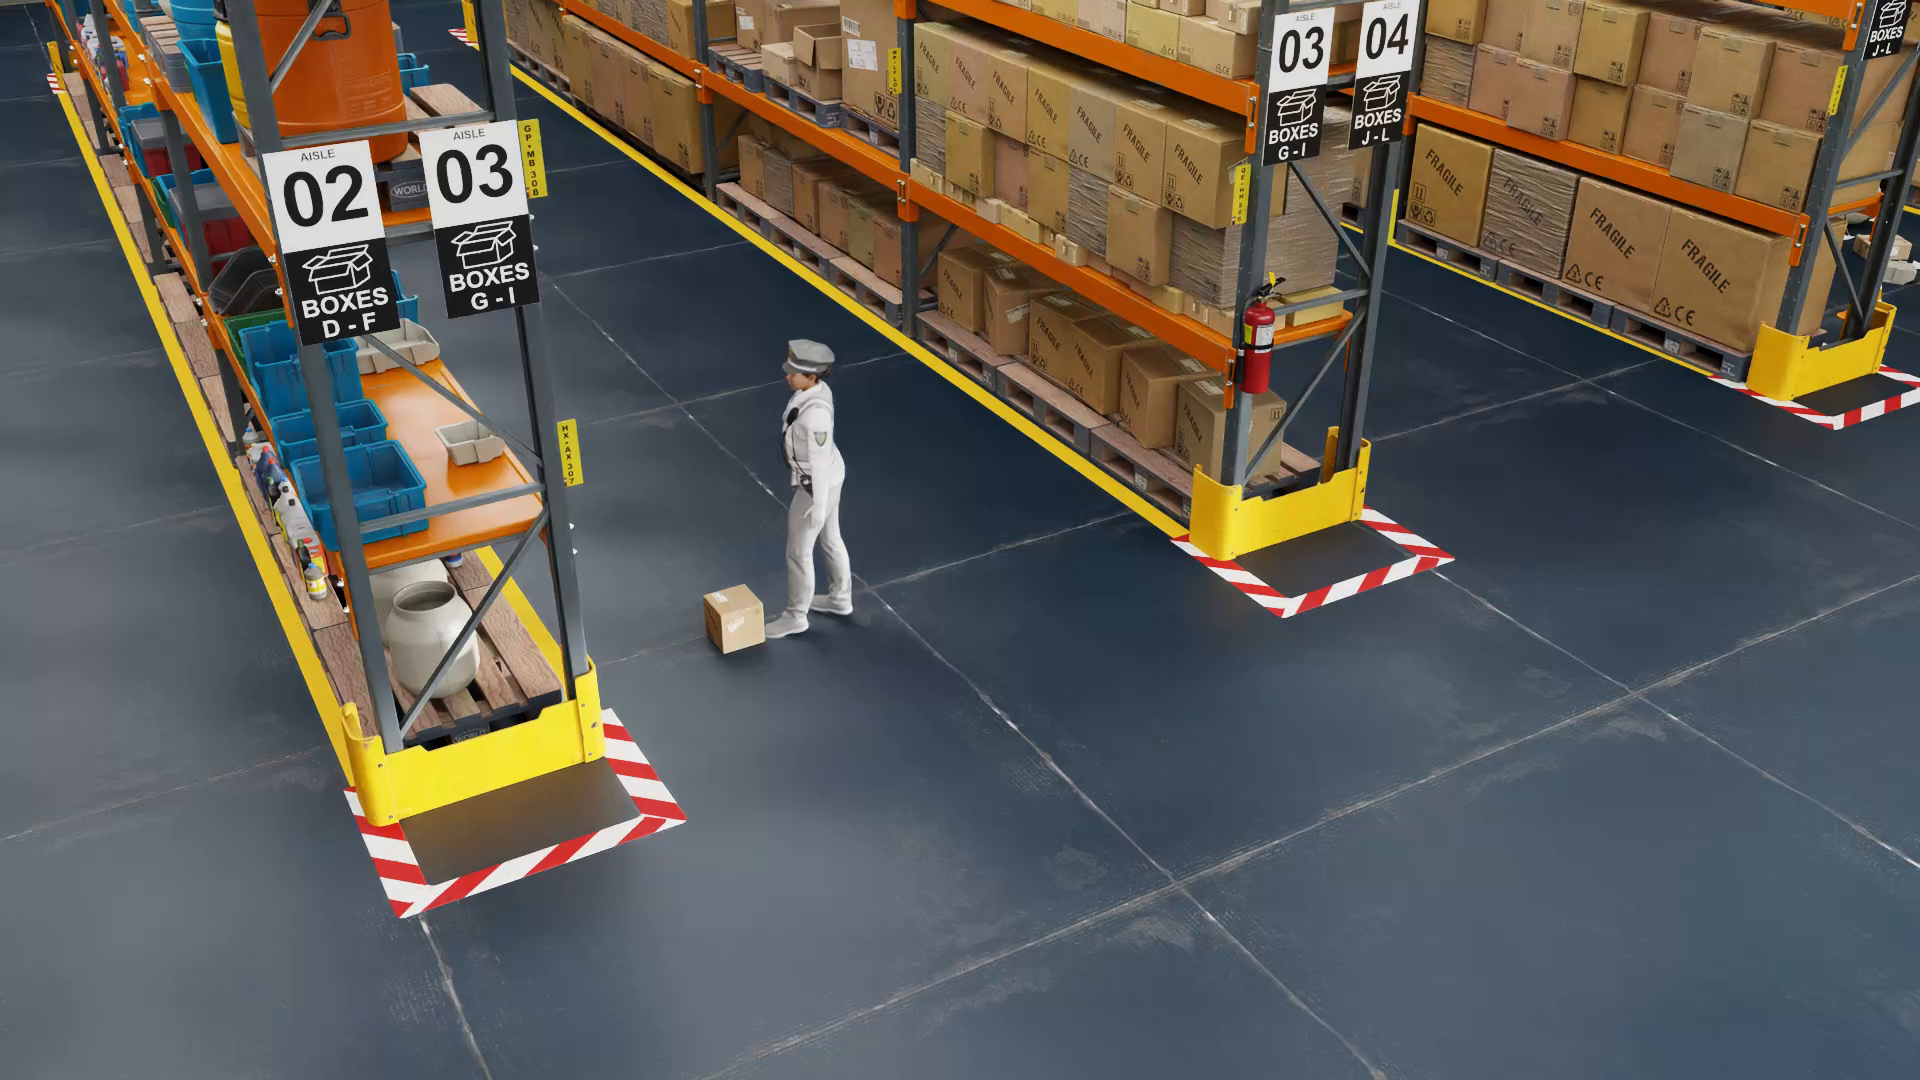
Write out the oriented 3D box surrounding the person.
[{"bbox_3d":[-0.873,-0.303,9.072,0.522,1.685,0.526,0,29,0],"label":"person"}]
